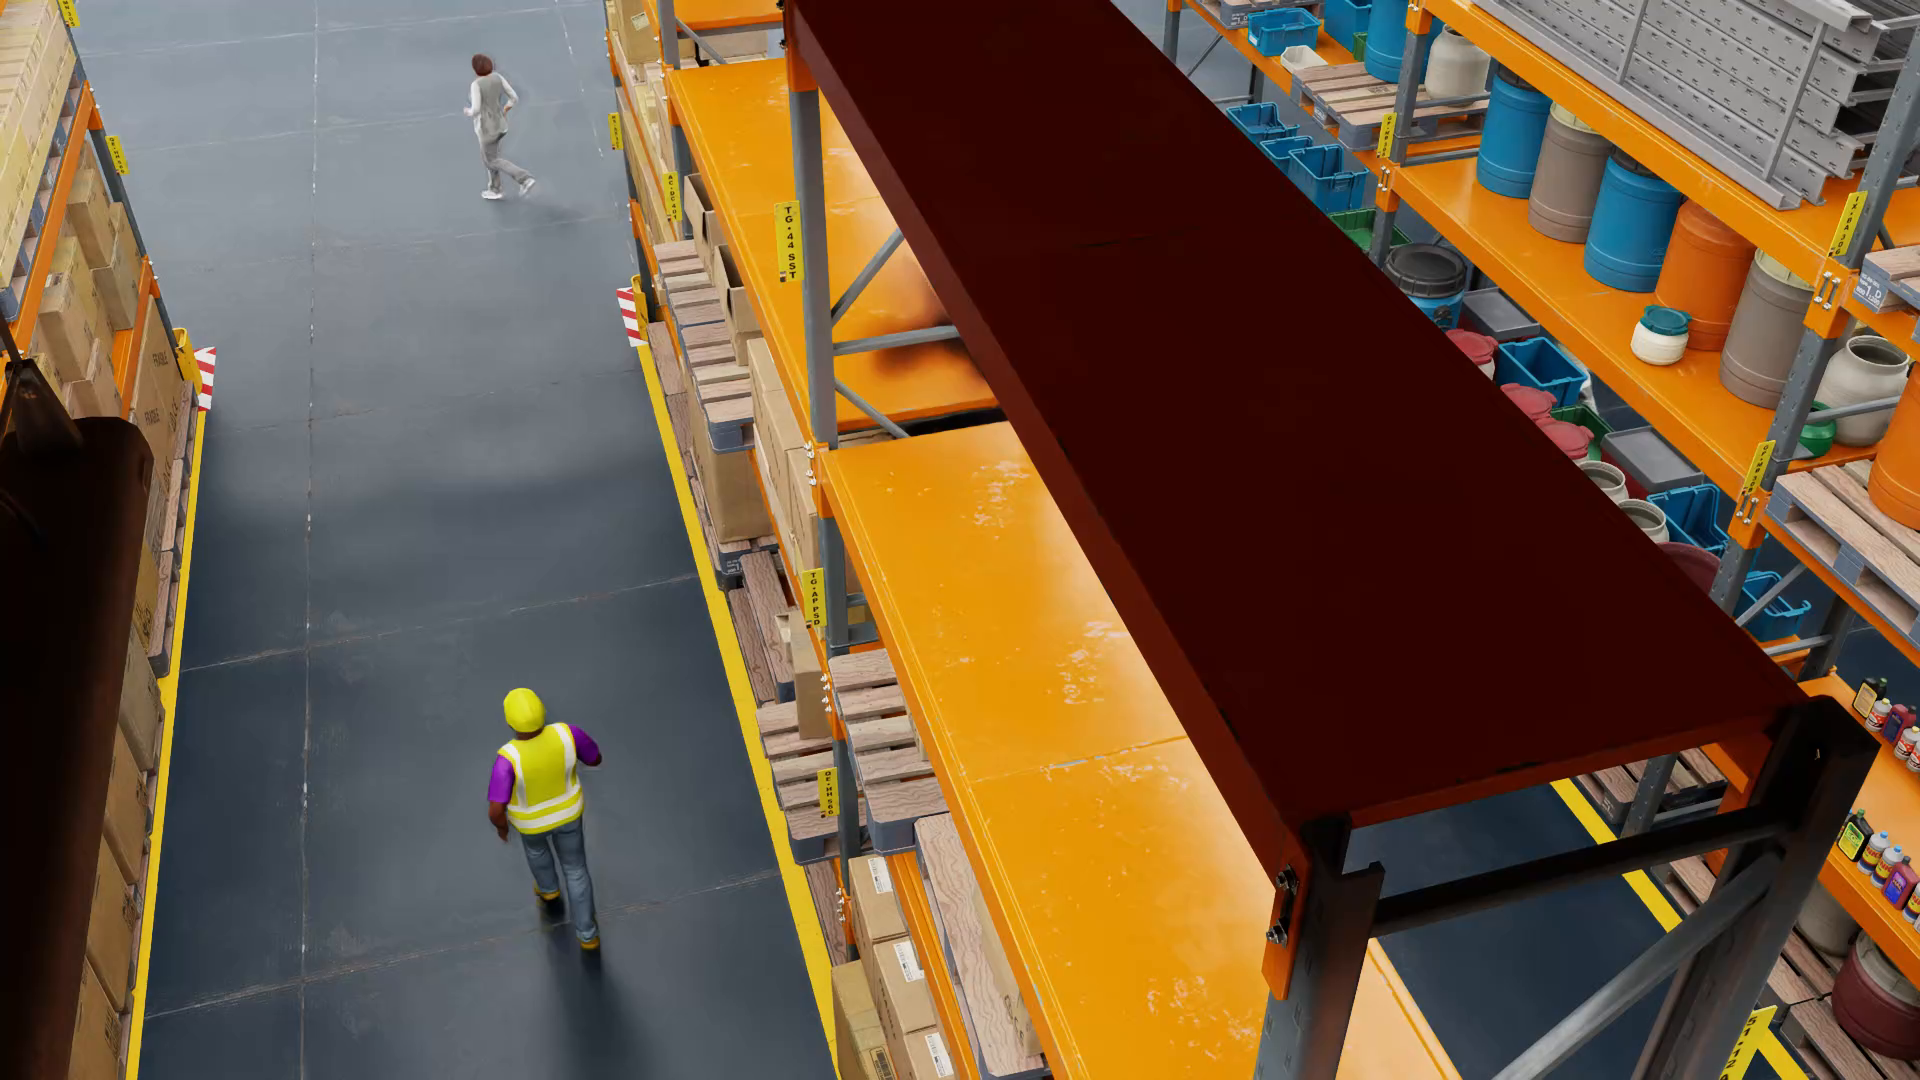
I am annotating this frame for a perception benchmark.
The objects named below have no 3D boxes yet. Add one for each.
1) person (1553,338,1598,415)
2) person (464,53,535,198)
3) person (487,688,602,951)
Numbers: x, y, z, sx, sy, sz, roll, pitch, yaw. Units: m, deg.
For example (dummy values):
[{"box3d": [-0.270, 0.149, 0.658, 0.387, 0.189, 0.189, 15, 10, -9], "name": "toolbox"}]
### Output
[{"box3d": [5.120, -1.861, 13.695, 0.655, 1.810, 0.925, -19, 42, -22], "name": "person"}, {"box3d": [-4.674, -4.082, 16.791, 0.735, 1.505, 0.532, 19, 42, 22], "name": "person"}, {"box3d": [-2.311, 1.567, 9.429, 0.677, 1.817, 0.798, -15, 41, -18], "name": "person"}]
